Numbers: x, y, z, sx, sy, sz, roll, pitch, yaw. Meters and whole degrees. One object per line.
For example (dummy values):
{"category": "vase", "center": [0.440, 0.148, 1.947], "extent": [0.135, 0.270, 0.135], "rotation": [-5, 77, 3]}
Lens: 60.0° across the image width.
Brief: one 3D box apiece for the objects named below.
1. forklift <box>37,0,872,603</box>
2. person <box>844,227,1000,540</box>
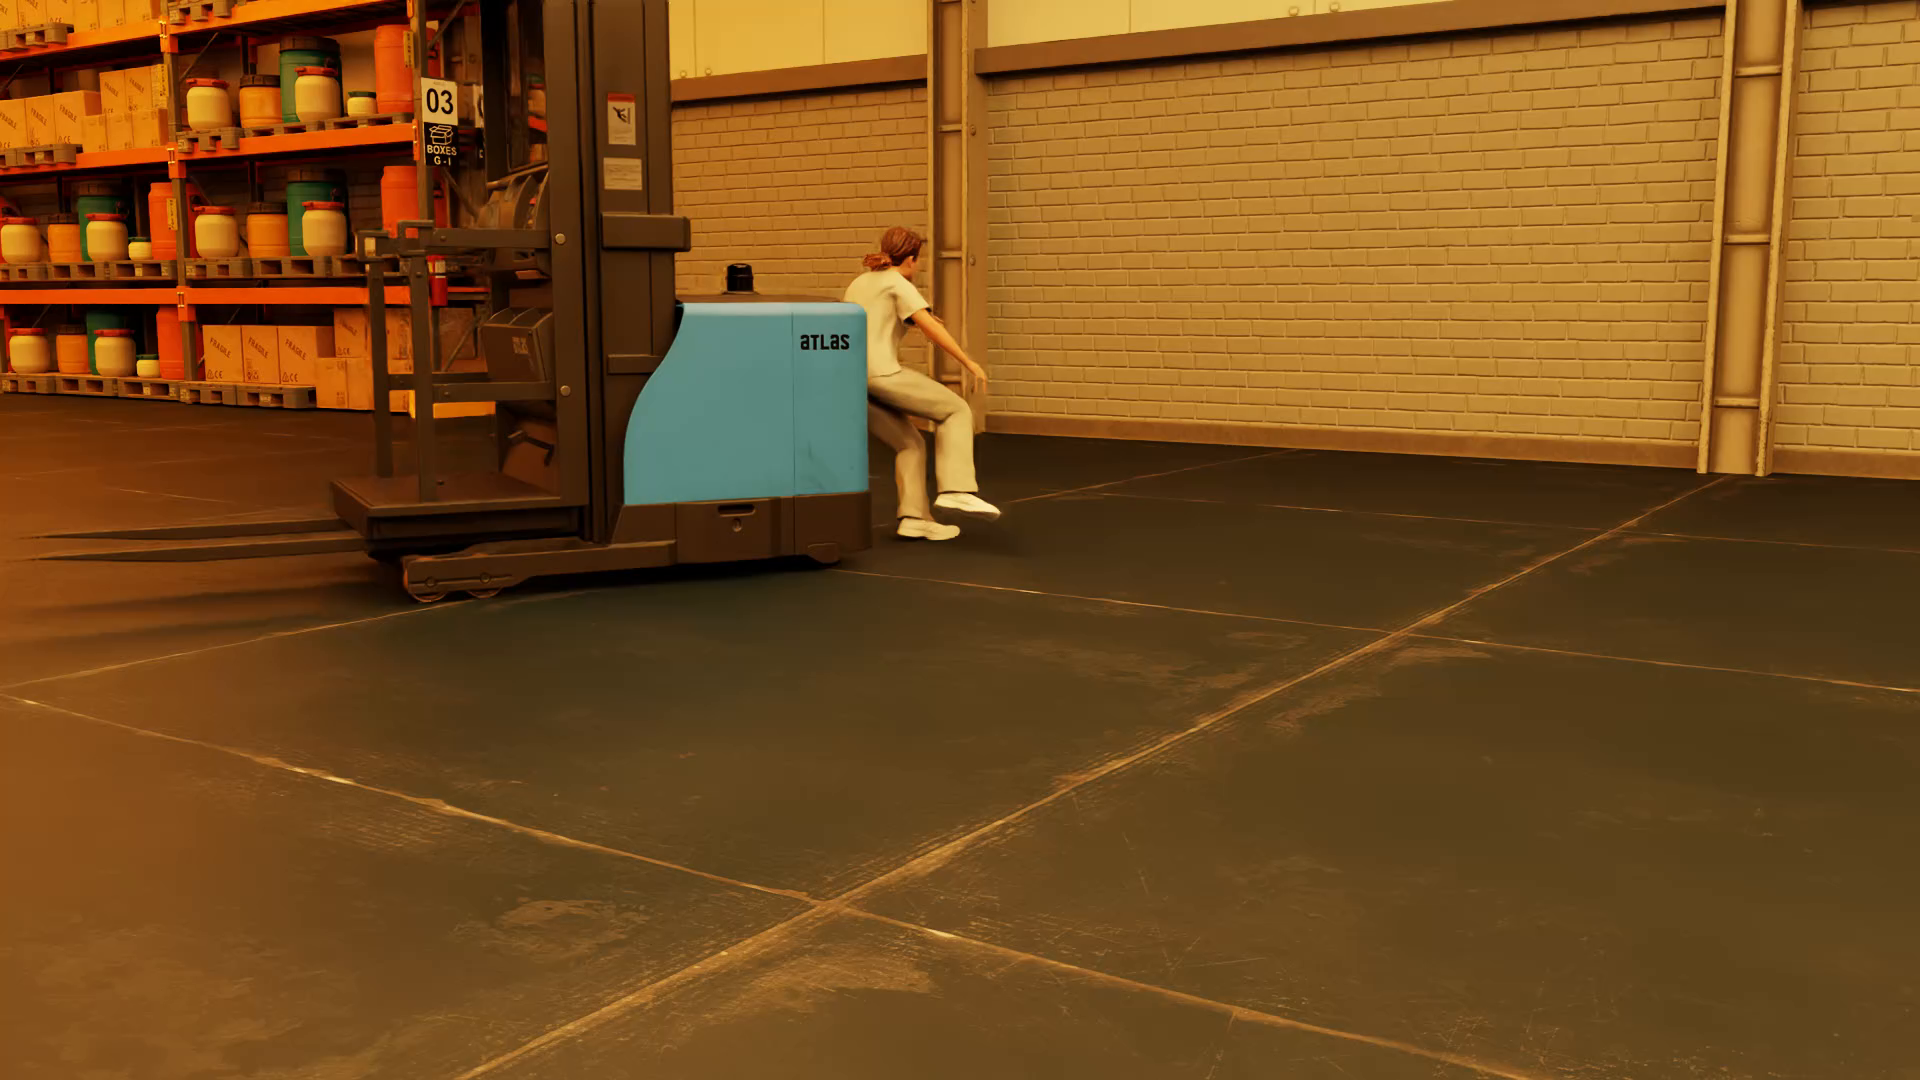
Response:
{"category": "forklift", "center": [-1.911, -1.309, 6.400], "extent": [3.031, 2.935, 1.130], "rotation": [-4, 9, -27]}
{"category": "person", "center": [-0.159, -0.744, 7.797], "extent": [0.974, 1.436, 0.834], "rotation": [6, 10, 37]}
